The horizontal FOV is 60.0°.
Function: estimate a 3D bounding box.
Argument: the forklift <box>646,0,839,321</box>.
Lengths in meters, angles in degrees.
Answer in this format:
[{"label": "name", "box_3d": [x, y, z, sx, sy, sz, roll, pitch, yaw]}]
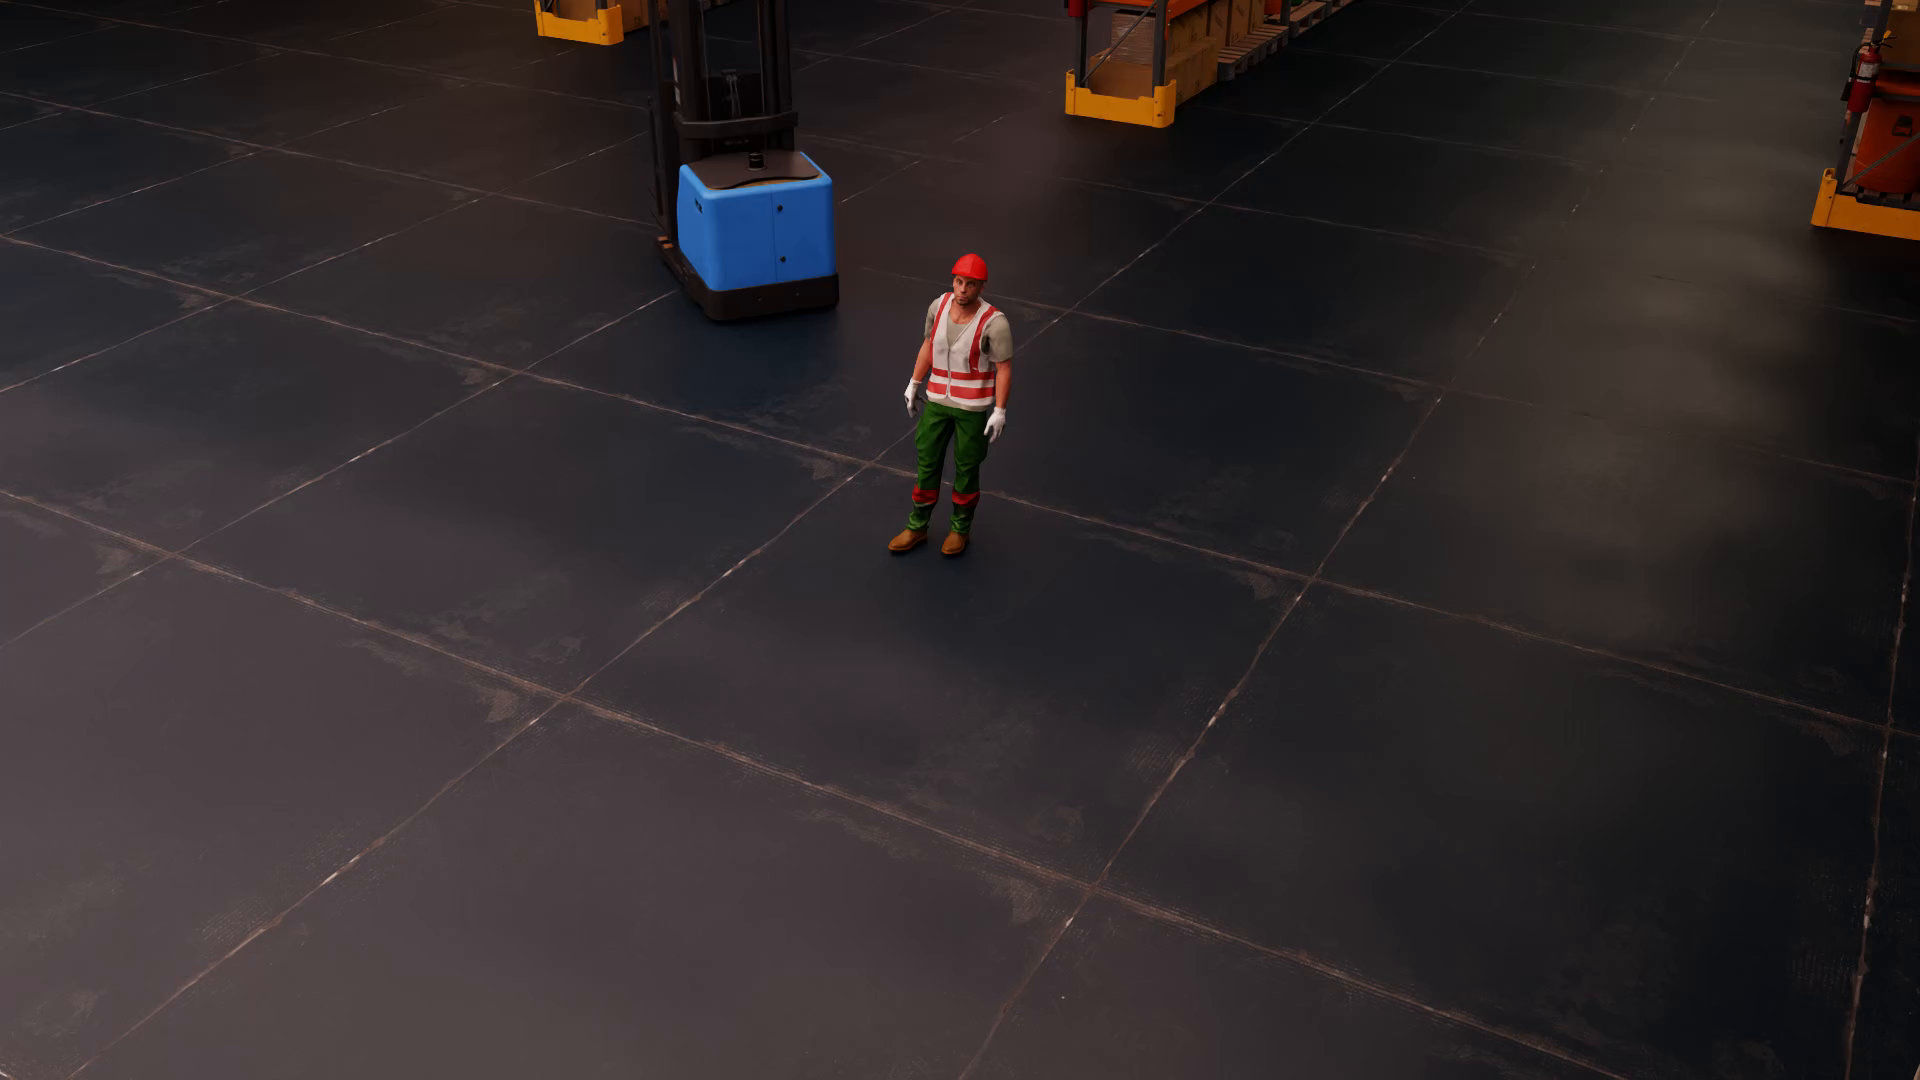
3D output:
[{"label": "forklift", "box_3d": [-1.971, -3.677, 13.441, 1.130, 2.935, 3.031, -11, 32, -19]}]

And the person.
[{"label": "person", "box_3d": [-0.050, -0.749, 9.496, 0.637, 1.790, 0.562, 15, 33, 25]}]
